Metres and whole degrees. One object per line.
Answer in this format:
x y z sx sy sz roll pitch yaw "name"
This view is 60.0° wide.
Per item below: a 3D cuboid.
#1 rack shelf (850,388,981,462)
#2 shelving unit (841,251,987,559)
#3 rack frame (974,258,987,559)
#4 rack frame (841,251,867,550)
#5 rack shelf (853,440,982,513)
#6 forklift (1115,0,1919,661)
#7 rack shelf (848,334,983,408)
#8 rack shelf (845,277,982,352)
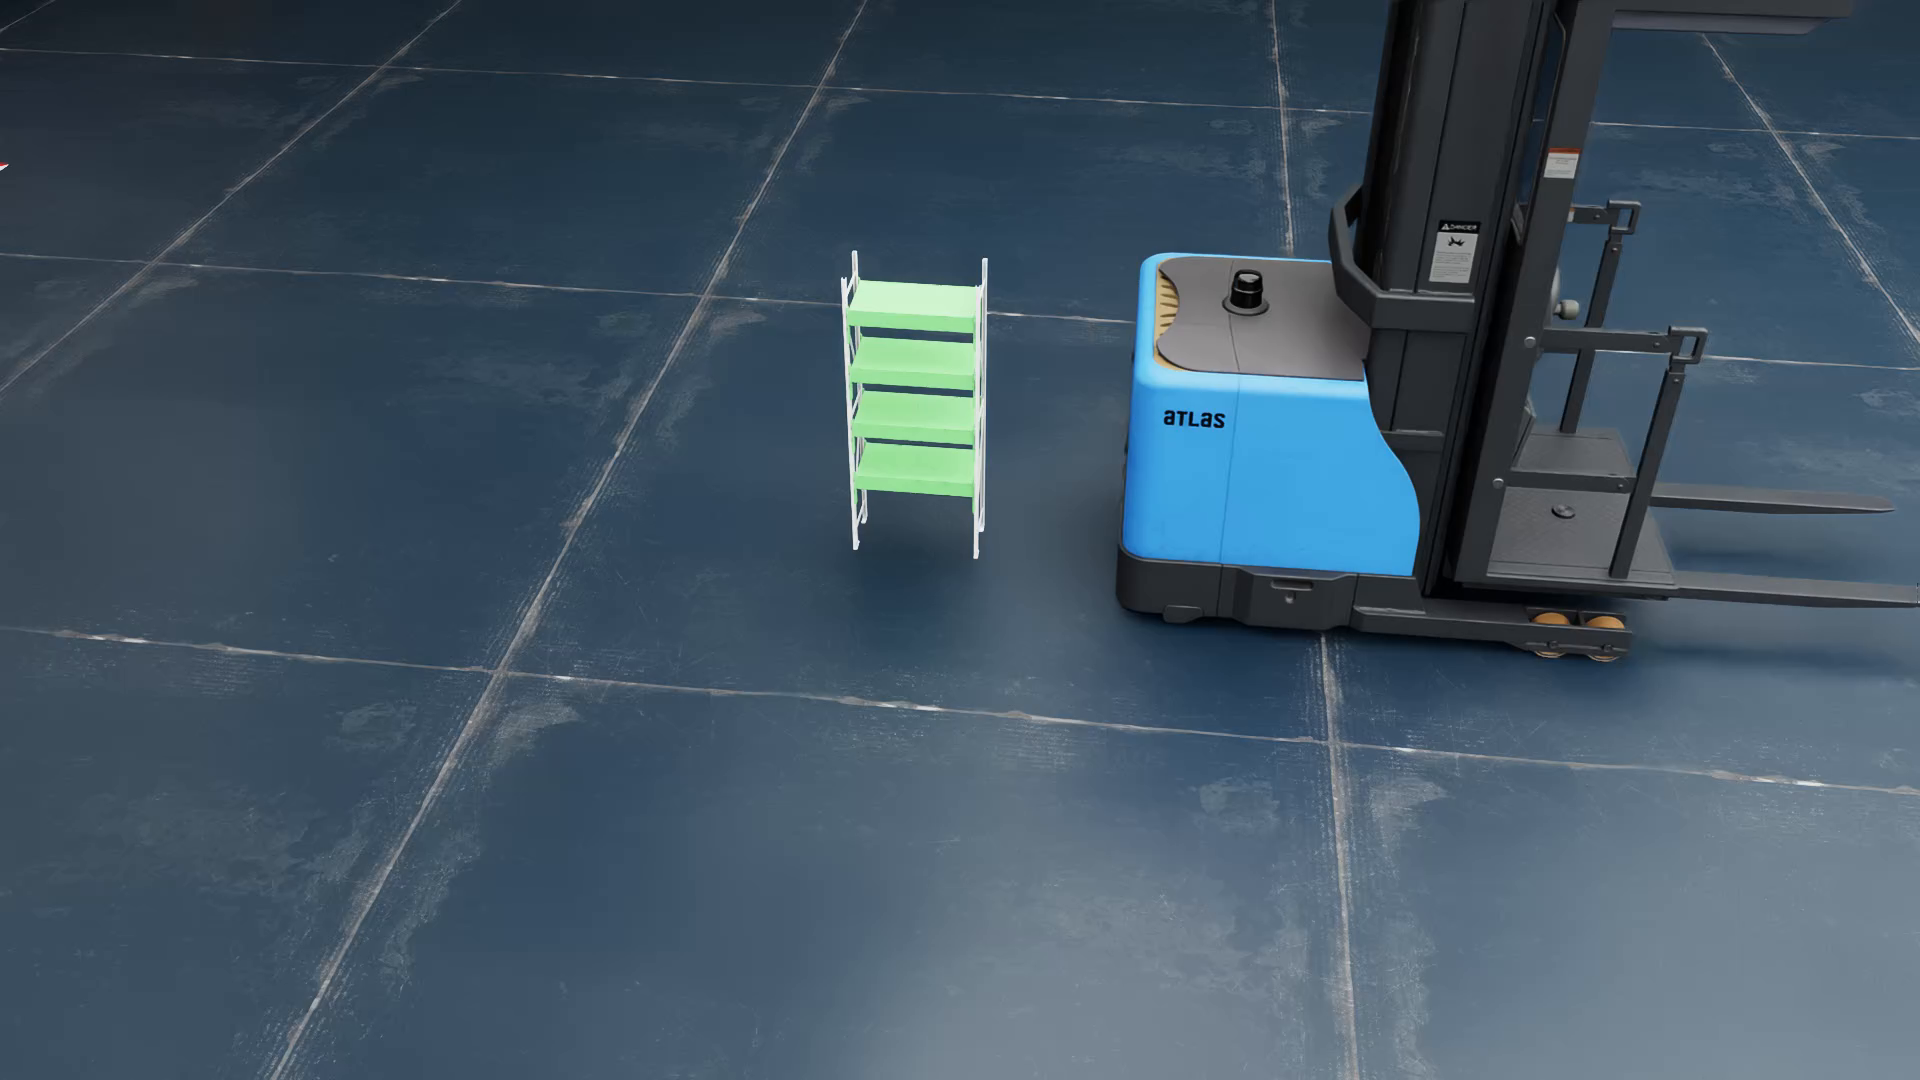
-0.164 -0.449 6.456 0.480 0.148 0.258 4 36 6 "rack shelf"
-0.164 -0.501 6.419 0.503 1.200 0.258 4 36 6 "shelving unit"
0.078 -0.483 6.393 0.015 1.200 0.240 4 36 6 "rack frame"
-0.406 -0.519 6.444 0.015 1.200 0.240 4 36 6 "rack frame"
-0.164 -0.253 6.595 0.480 0.148 0.258 4 36 6 "rack shelf"
2.146 -1.074 5.731 3.031 2.935 1.130 4 36 5 "forklift"
-0.164 -0.644 6.316 0.480 0.148 0.258 4 36 6 "rack shelf"
-0.164 -0.839 6.177 0.480 0.148 0.258 4 36 6 "rack shelf"
